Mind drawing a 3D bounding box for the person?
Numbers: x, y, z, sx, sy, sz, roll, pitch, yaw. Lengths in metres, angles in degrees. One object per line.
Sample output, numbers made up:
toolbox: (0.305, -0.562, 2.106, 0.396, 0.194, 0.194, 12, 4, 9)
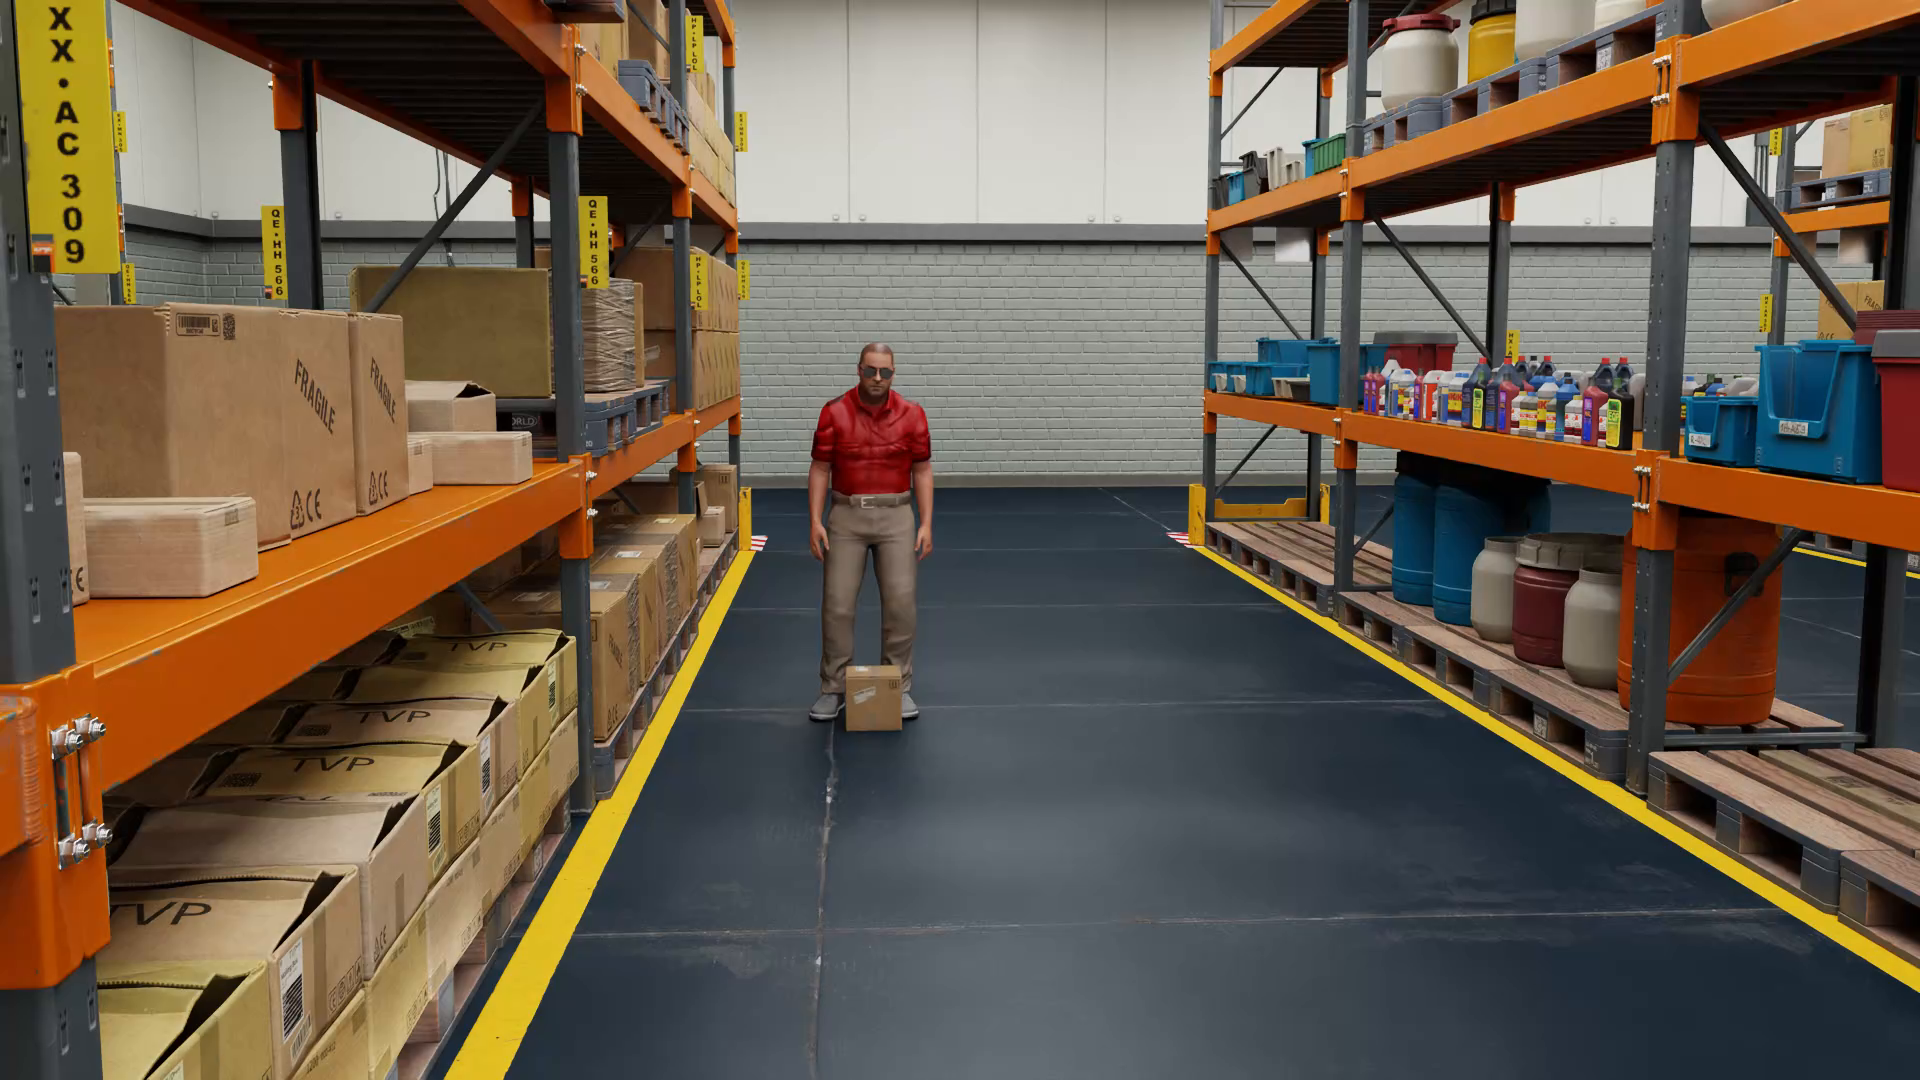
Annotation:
person: (-0.412, -0.048, 7.704, 0.590, 1.725, 0.393, -1, 7, -6)
